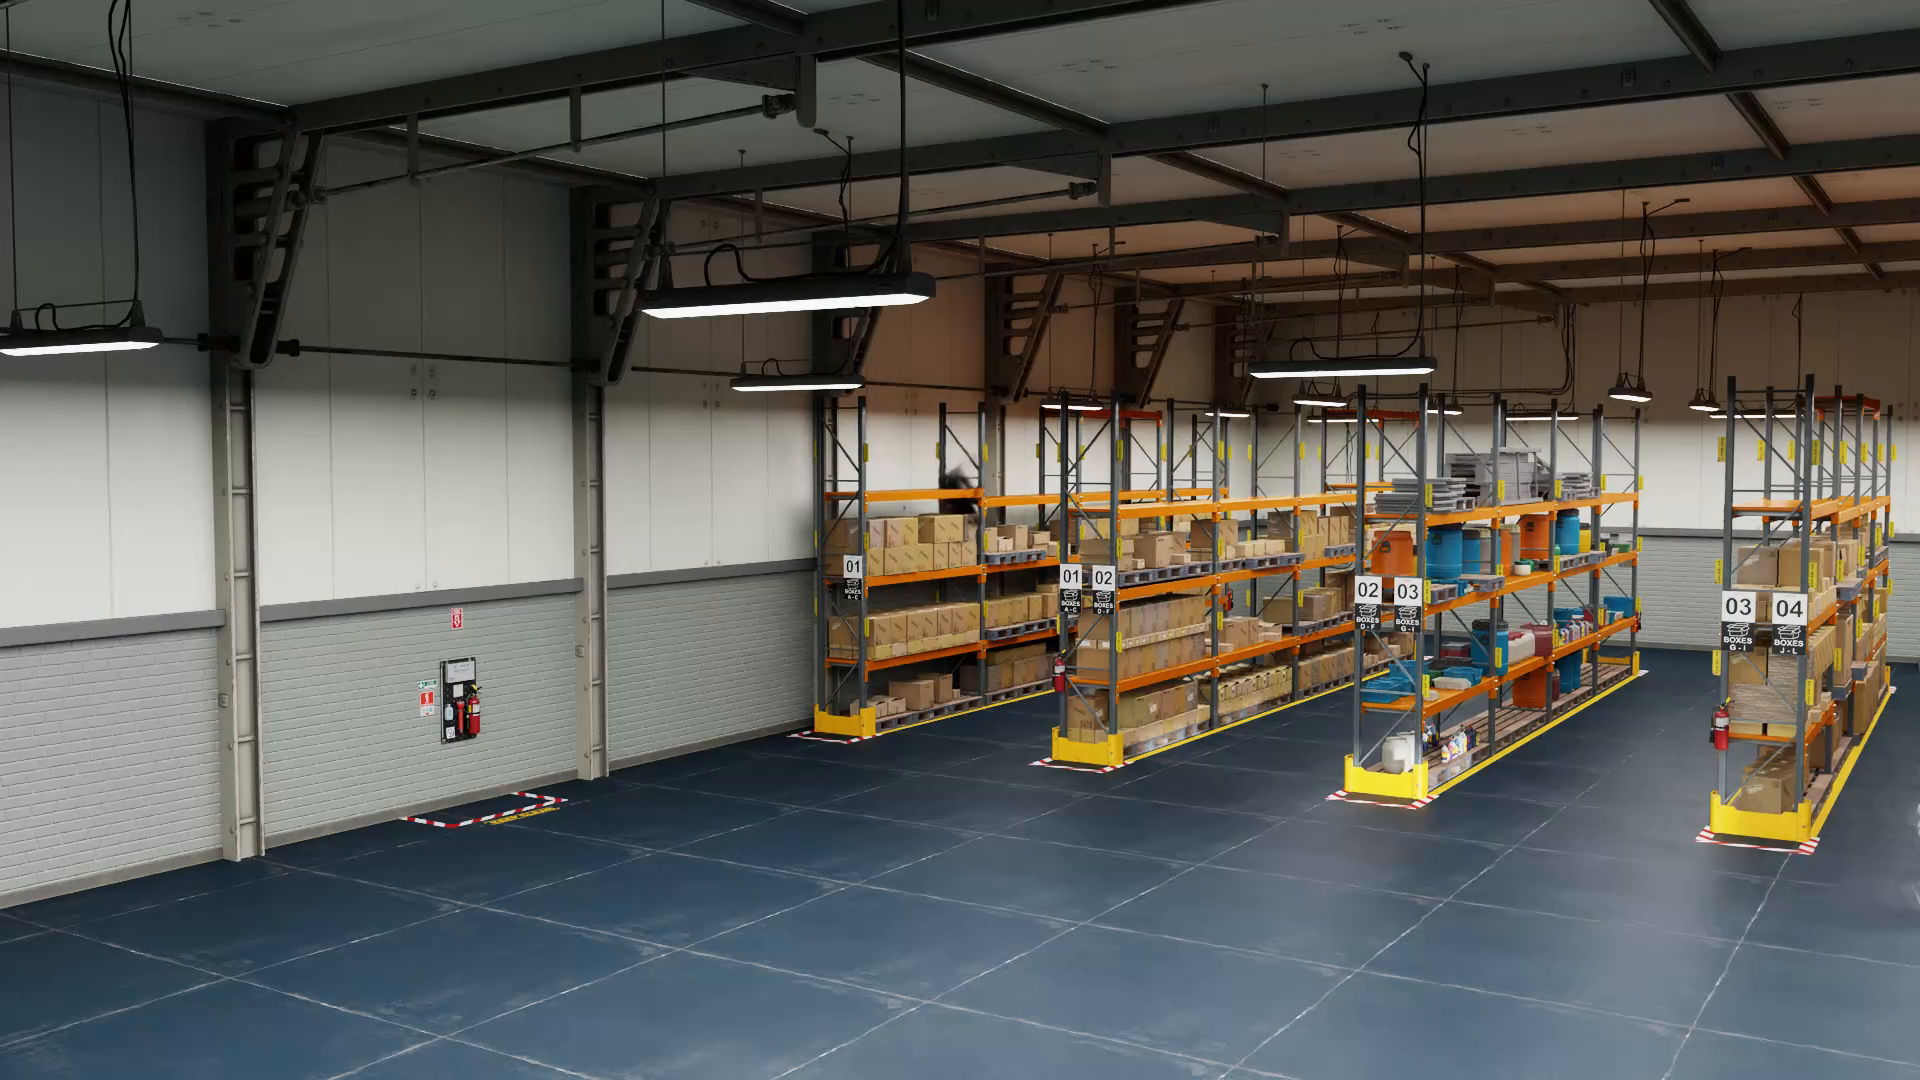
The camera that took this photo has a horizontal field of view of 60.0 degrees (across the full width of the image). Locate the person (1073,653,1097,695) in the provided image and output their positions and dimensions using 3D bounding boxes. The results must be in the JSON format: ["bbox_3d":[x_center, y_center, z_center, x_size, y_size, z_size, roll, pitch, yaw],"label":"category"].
[{"bbox_3d":[2.361,2.562,30.506,0.609,1.667,0.921,1,3,20],"label":"person"}]

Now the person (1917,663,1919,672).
[{"bbox_3d":[17.407,2.572,29.601,0.652,1.753,0.658,2,4,34],"label":"person"}]
